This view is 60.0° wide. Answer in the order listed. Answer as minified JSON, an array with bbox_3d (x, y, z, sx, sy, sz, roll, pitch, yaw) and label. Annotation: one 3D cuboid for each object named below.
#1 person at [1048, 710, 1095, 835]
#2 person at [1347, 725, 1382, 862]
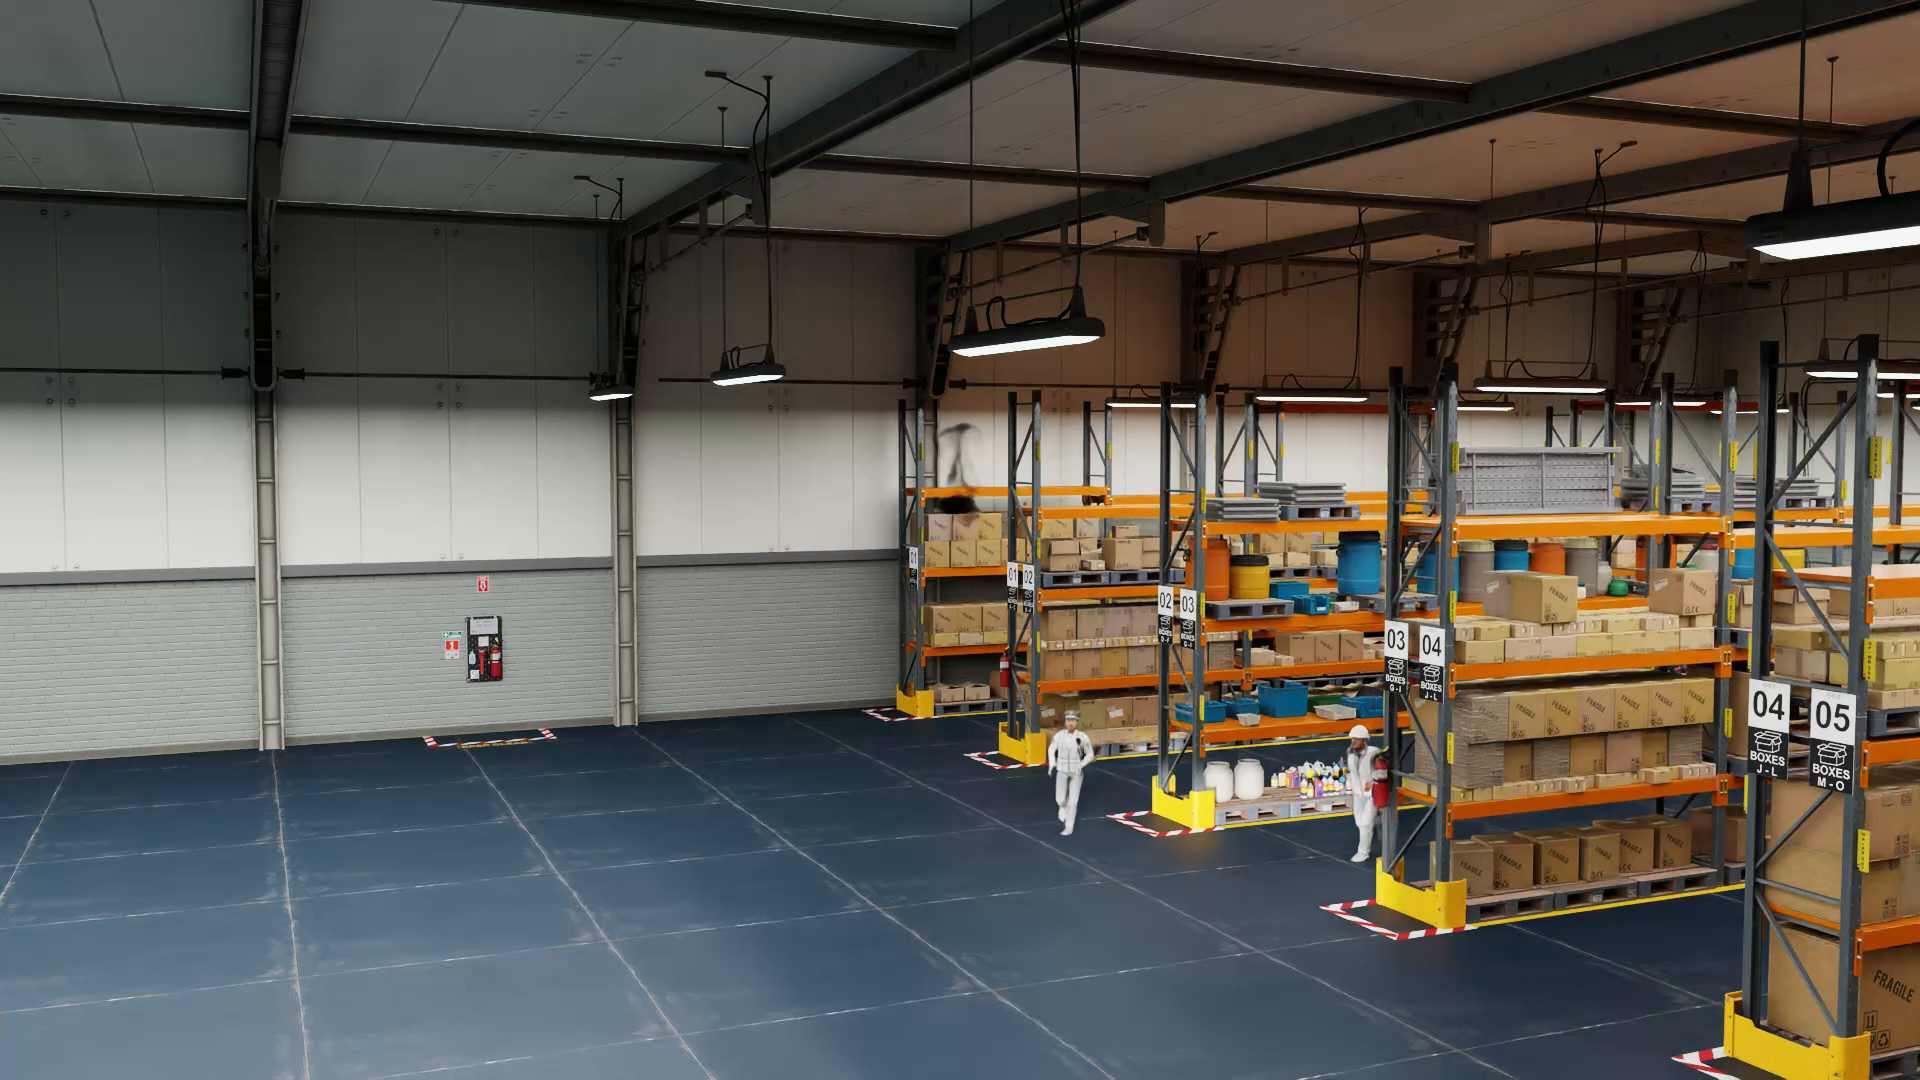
[{"bbox_3d":[1.460,3.061,21.974,0.629,1.652,0.555,1,3,11],"label":"person"},{"bbox_3d":[5.093,3.126,20.619,0.844,1.719,0.656,-3,5,-44],"label":"person"}]
